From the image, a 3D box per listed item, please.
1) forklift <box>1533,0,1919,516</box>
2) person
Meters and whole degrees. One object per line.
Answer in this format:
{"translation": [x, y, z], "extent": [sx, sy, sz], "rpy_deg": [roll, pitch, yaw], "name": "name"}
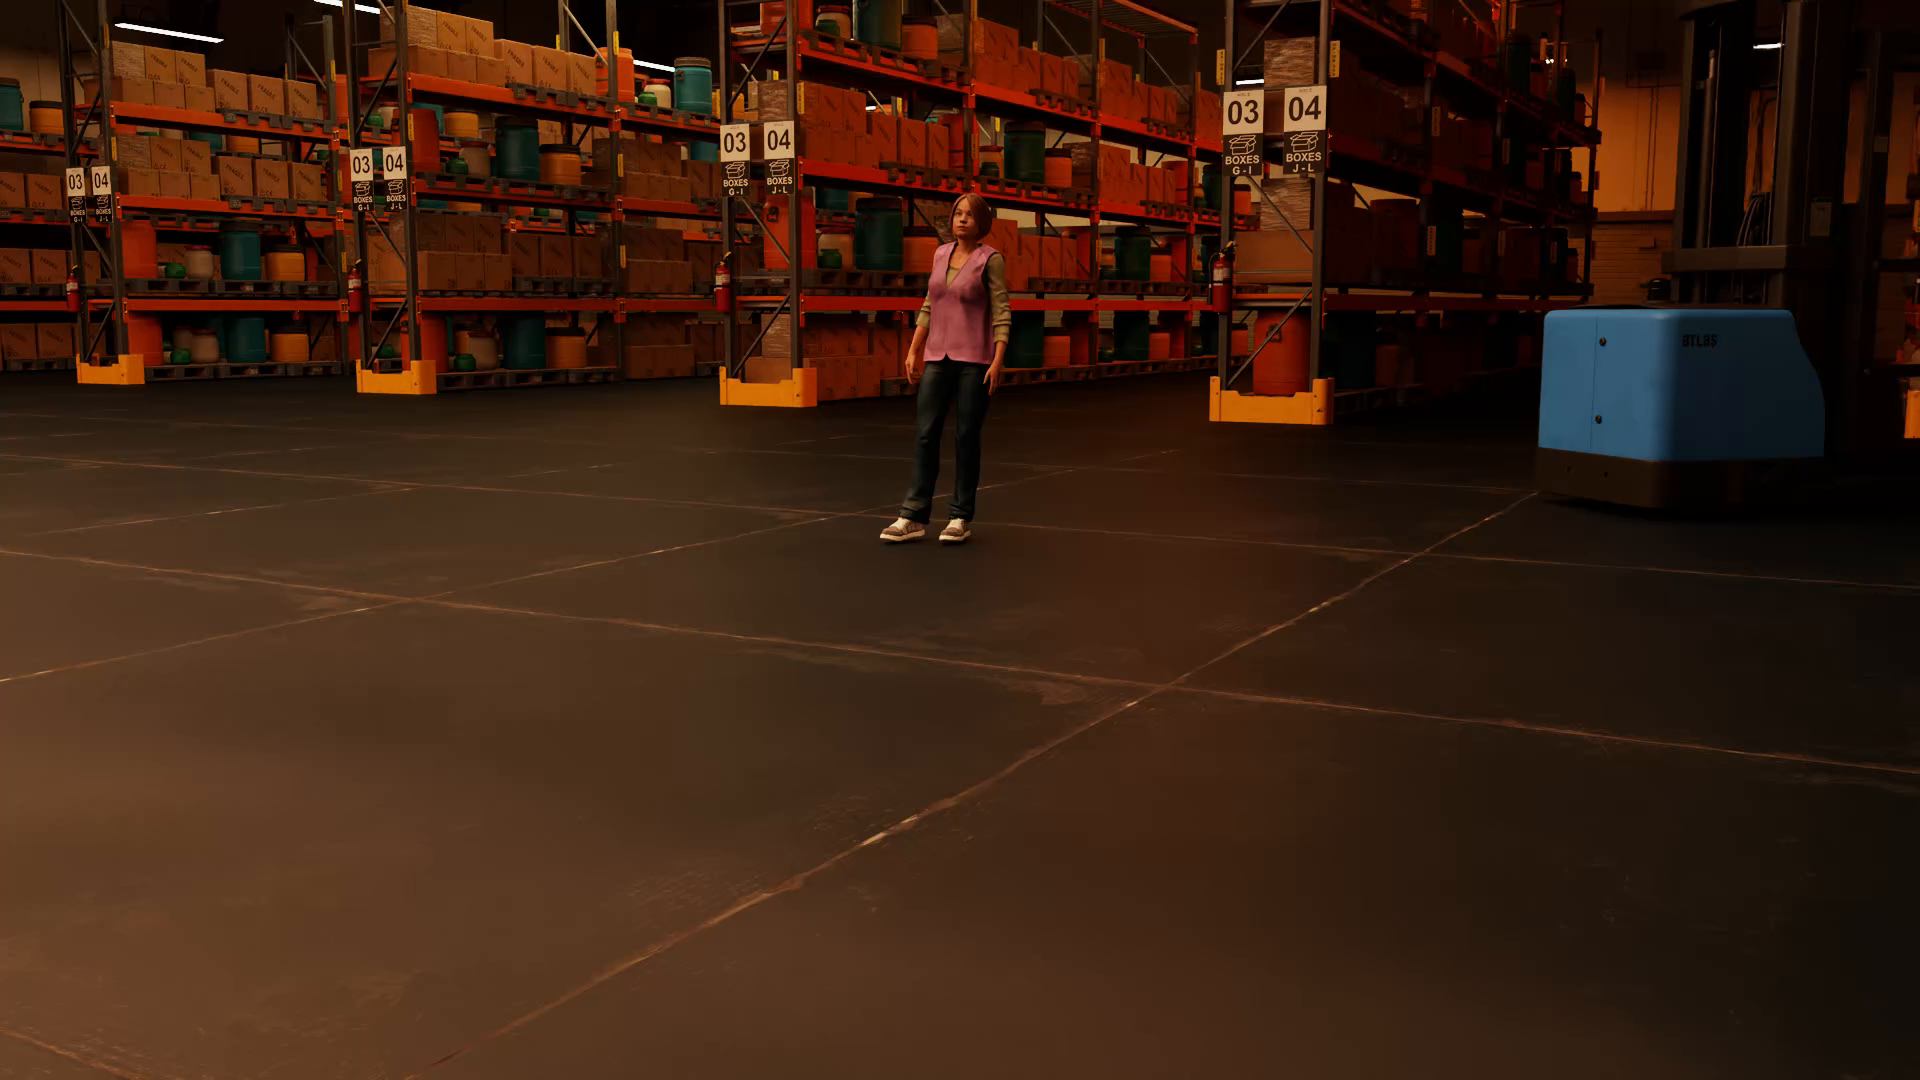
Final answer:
{"translation": [4.795, -1.665, 9.158], "extent": [3.031, 2.935, 1.130], "rpy_deg": [-2, 8, -17], "name": "forklift"}
{"translation": [-0.048, -0.790, 7.647], "extent": [0.520, 1.596, 0.476], "rpy_deg": [4, 9, 29], "name": "person"}
